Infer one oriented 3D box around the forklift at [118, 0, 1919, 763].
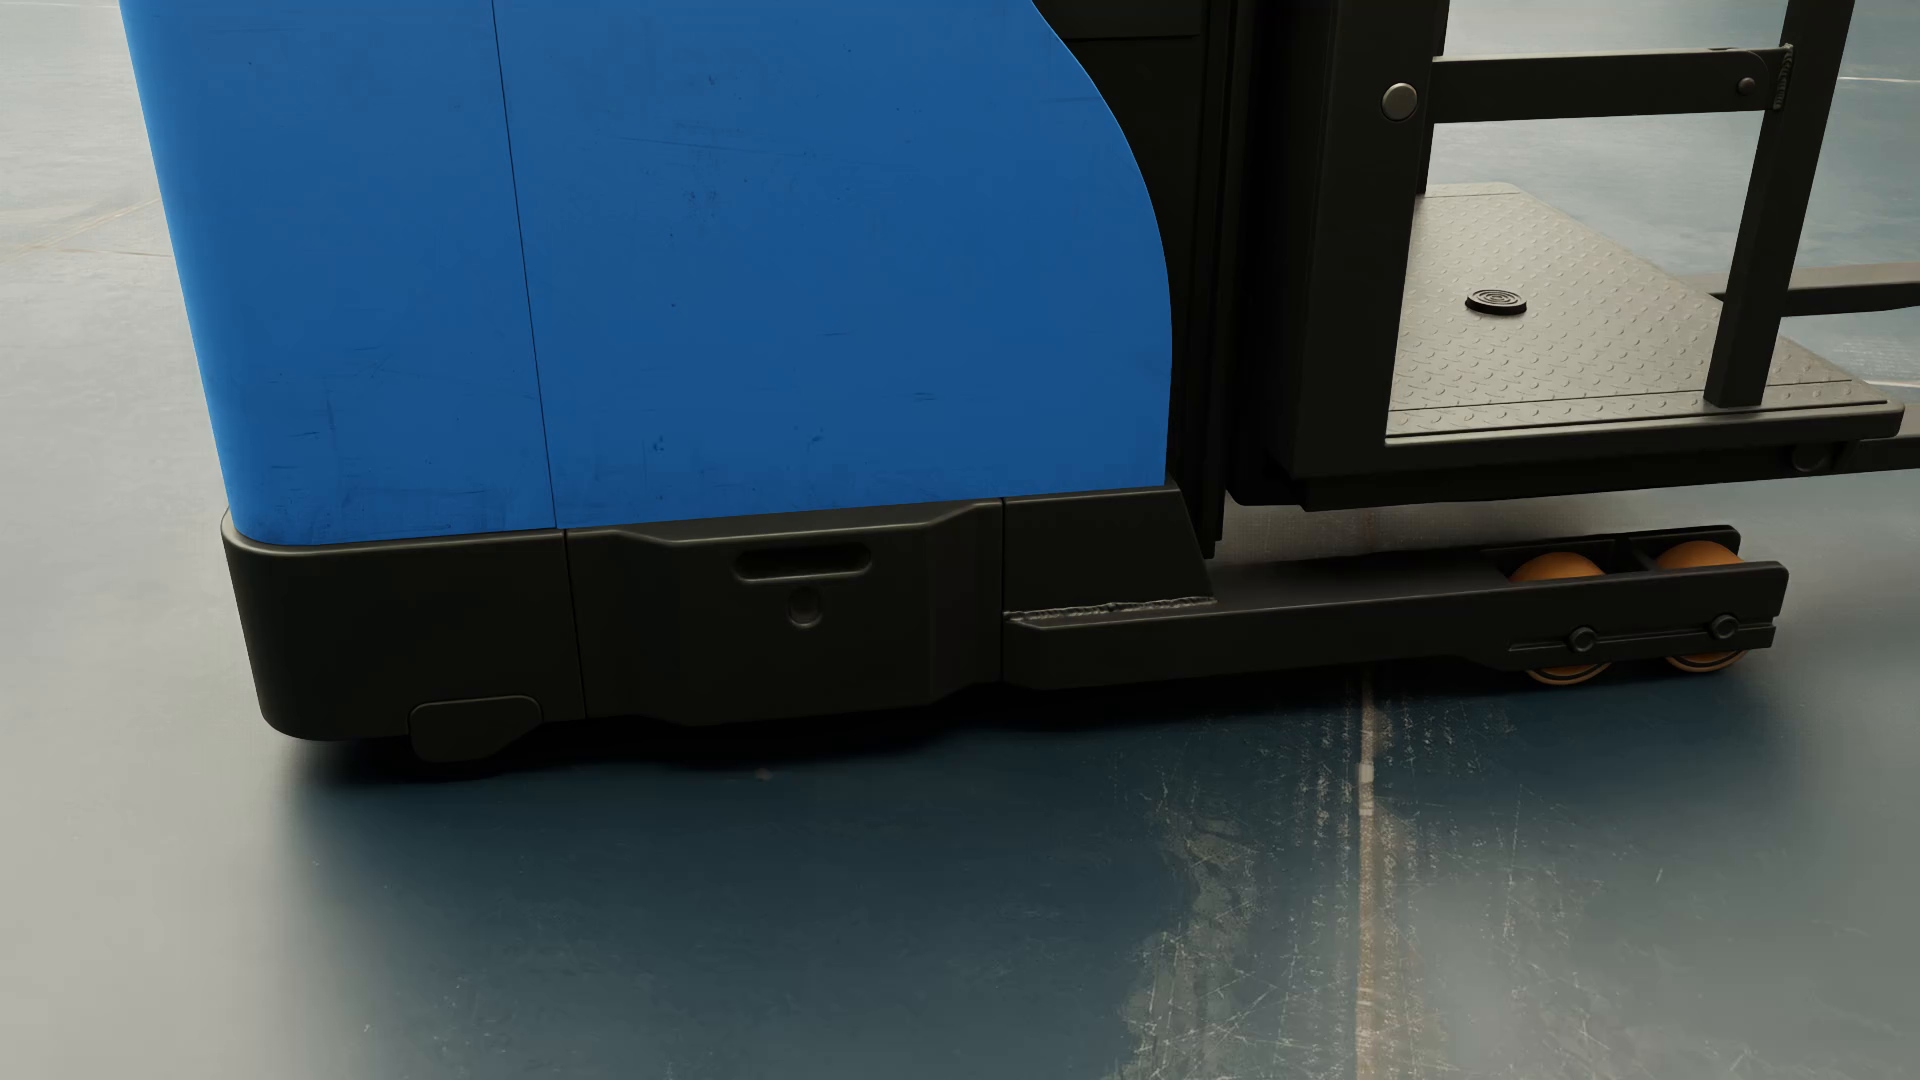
[{"bbox_3d":[0.600,-1.354,1.930,3.031,2.935,1.130,-4,27,-9],"label":"forklift"}]
